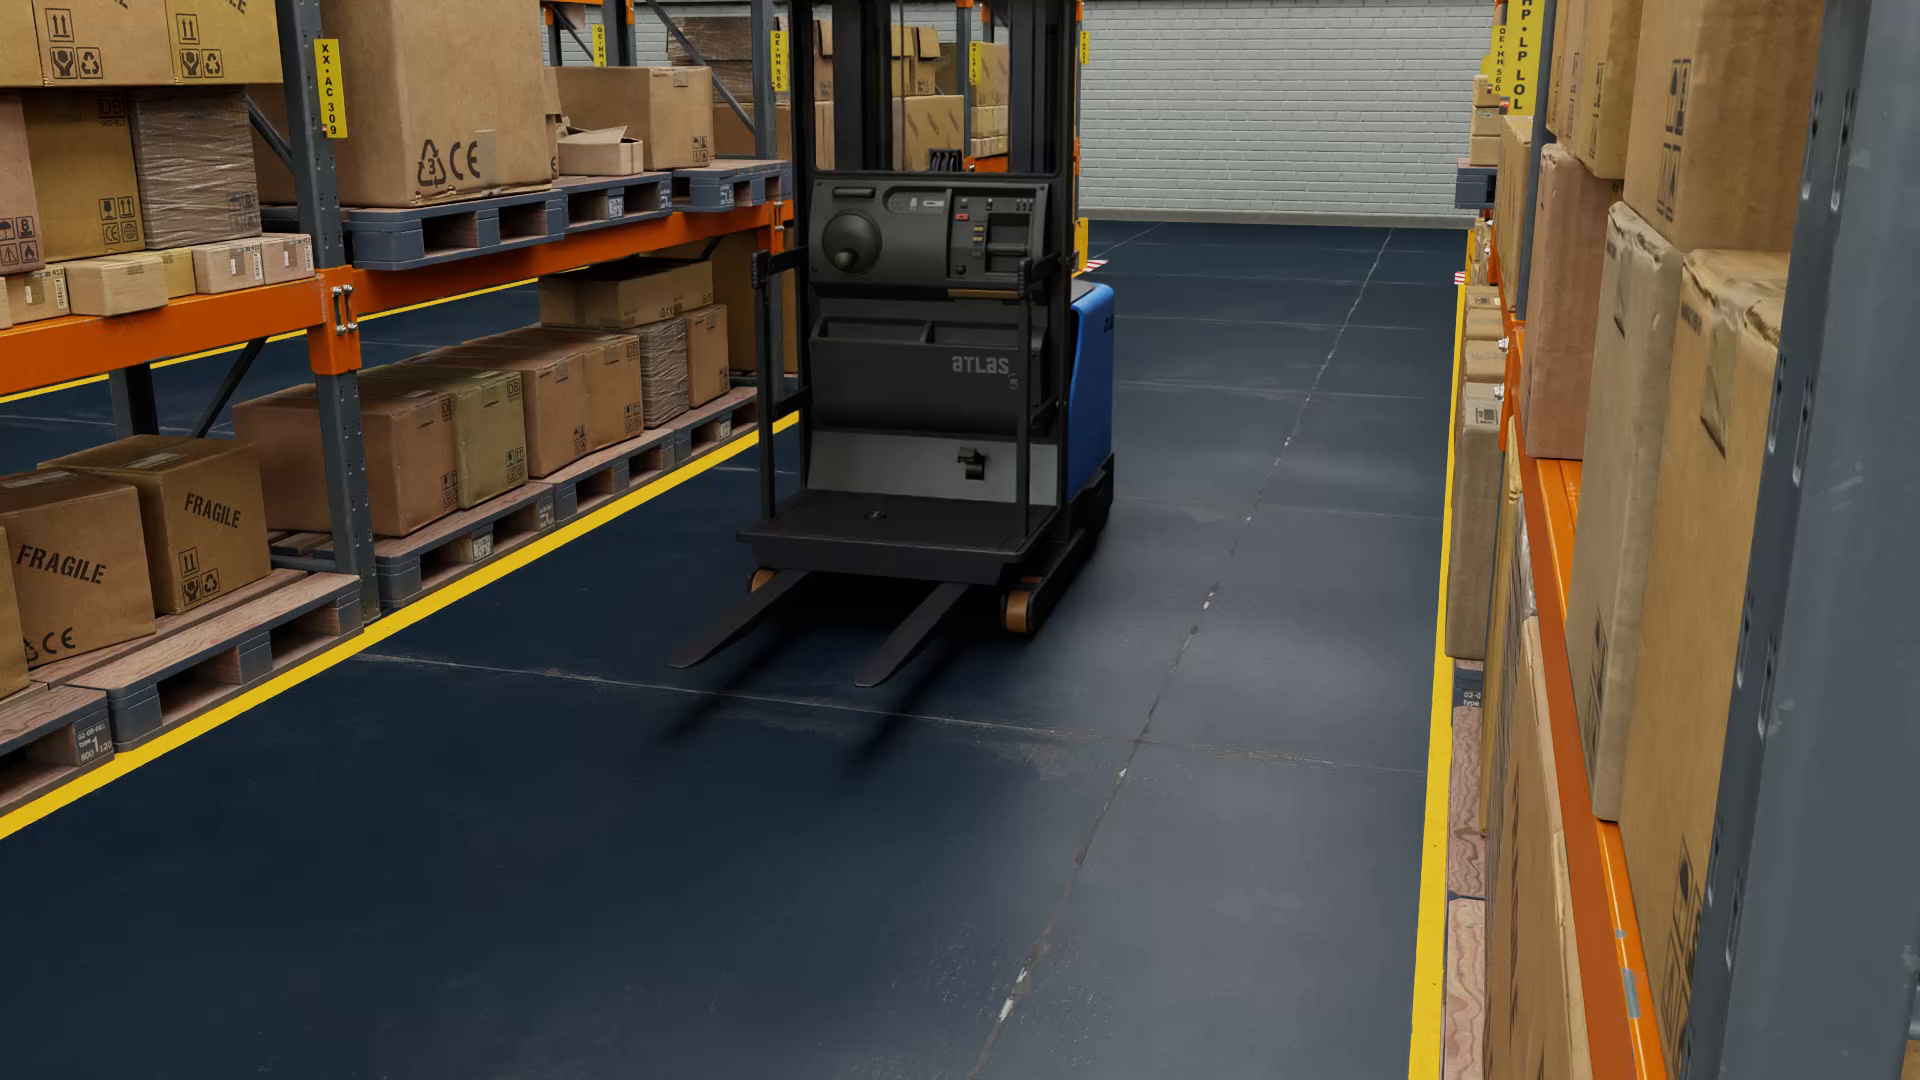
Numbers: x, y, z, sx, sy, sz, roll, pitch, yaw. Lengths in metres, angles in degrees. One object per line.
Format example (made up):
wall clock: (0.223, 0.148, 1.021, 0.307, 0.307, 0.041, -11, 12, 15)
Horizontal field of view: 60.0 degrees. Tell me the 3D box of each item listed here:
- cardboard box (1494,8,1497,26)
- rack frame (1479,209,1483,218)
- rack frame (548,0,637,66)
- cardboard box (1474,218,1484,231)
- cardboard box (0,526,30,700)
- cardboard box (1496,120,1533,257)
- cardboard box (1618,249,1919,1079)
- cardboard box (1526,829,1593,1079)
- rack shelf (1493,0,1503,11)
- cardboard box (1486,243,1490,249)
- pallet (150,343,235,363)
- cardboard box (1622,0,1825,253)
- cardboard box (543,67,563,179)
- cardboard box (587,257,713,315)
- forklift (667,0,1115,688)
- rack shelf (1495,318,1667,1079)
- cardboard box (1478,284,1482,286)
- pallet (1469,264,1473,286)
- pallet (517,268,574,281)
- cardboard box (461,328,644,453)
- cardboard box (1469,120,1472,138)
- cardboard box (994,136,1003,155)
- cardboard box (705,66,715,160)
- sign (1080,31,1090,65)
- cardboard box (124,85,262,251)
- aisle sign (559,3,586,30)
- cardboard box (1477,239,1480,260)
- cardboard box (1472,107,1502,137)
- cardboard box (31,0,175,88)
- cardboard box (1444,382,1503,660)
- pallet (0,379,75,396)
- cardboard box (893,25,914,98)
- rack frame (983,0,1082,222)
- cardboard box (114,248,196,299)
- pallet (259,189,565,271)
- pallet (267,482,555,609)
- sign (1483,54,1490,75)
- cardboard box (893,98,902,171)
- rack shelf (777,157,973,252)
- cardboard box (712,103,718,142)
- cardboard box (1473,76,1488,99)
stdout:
cardboard box: (4.336, -3.803, 12.678, 0.500, 0.500, 0.500, 4, 16, 14)
rack frame: (5.456, -3.897, 15.572, 1.000, 3.000, 0.127, 5, 16, 16)
rack frame: (-4.019, -4.692, 18.376, 1.000, 3.000, 0.127, 5, 16, 16)
cardboard box: (4.982, -2.903, 15.432, 0.380, 0.149, 0.250, 4, 16, 13)
cardboard box: (-3.089, 0.252, 4.754, 0.500, 0.500, 0.500, 3, 16, 11)
cardboard box: (2.367, -1.360, 6.446, 0.500, 0.500, 0.500, 4, 16, 15)
cardboard box: (0.971, 0.116, 1.148, 0.875, 0.550, 0.550, 5, 16, 16)
cardboard box: (1.039, 0.926, 1.690, 0.875, 0.875, 0.875, 5, 17, 16)
rack shelf: (4.888, -4.471, 13.416, 1.077, 0.370, 4.000, 5, 16, 16)
cardboard box: (3.418, -1.628, 10.011, 0.500, 0.250, 0.500, 5, 17, 17)
pallet: (-6.109, -1.467, 12.116, 1.003, 0.211, 1.213, 5, 16, 16)
cardboard box: (1.120, -0.548, 1.511, 0.875, 0.550, 0.550, 5, 16, 16)
cardboard box: (-2.277, -1.881, 7.506, 0.797, 0.503, 0.637, 6, 17, 22)
cardboard box: (-1.706, -1.408, 9.195, 0.500, 0.250, 0.500, 5, 17, 18)
forklift: (-0.180, -1.180, 6.119, 1.130, 2.935, 3.031, 4, 16, 15)
rack shelf: (1.478, 0.112, 2.757, 1.077, 0.370, 4.000, 5, 16, 16)
cardboard box: (3.405, -1.271, 10.126, 0.500, 0.500, 0.500, 4, 16, 13)
pallet: (5.170, -2.326, 15.143, 1.003, 0.211, 1.213, 5, 16, 16)
pallet: (-4.639, -2.820, 16.884, 1.003, 0.211, 1.213, 5, 16, 16)
cardboard box: (-2.015, -0.753, 8.260, 0.700, 0.500, 0.500, 6, 17, 21)
cardboard box: (3.766, -2.864, 11.622, 0.380, 0.149, 0.250, 4, 16, 13)
cardboard box: (0.145, -3.330, 14.034, 0.380, 0.149, 0.250, 5, 17, 18)
cardboard box: (-1.659, -2.321, 9.063, 0.500, 0.500, 0.500, 3, 16, 9)
sign: (1.246, -4.934, 16.670, 0.100, 0.325, 0.005, 5, 16, 16)
cardboard box: (-2.868, -1.247, 5.501, 0.875, 0.500, 0.500, 5, 16, 16)
aisle sign: (-4.284, -5.985, 18.169, 0.394, 0.787, 0.004, 5, 16, 16)
cardboard box: (4.406, -2.356, 13.504, 0.380, 0.149, 0.250, 4, 16, 13)
cardboard box: (2.887, -2.193, 8.710, 0.380, 0.149, 0.250, 5, 17, 17)
cardboard box: (-2.686, -1.571, 4.810, 0.500, 0.500, 0.500, 5, 16, 16)
cardboard box: (2.136, -0.047, 5.351, 1.050, 0.750, 0.750, 5, 16, 16)
pallet: (-6.550, -1.058, 10.673, 1.003, 0.211, 1.213, 5, 16, 16)
cardboard box: (-0.787, -3.446, 11.960, 0.797, 0.503, 0.637, 5, 17, 16)
rack frame: (0.729, -4.308, 17.022, 1.000, 3.000, 0.127, 5, 16, 16)
cardboard box: (-2.669, -0.843, 5.266, 0.380, 0.149, 0.250, 5, 16, 16)
pallet: (-2.324, -1.265, 6.644, 1.003, 0.211, 1.213, 5, 16, 16)
pallet: (-2.461, -0.031, 7.052, 1.003, 0.211, 1.213, 5, 16, 16)
sign: (3.797, -3.307, 11.906, 0.100, 0.325, 0.005, 5, 16, 16)
cardboard box: (-0.714, -2.769, 11.413, 0.500, 0.500, 0.500, 5, 16, 16)
rack shelf: (-0.976, -2.392, 11.585, 1.077, 0.370, 4.000, 5, 16, 16)
cardboard box: (-1.641, -2.412, 10.152, 0.500, 0.500, 0.500, 5, 17, 18)
cardboard box: (3.103, -2.540, 9.386, 0.380, 0.149, 0.250, 5, 17, 18)
